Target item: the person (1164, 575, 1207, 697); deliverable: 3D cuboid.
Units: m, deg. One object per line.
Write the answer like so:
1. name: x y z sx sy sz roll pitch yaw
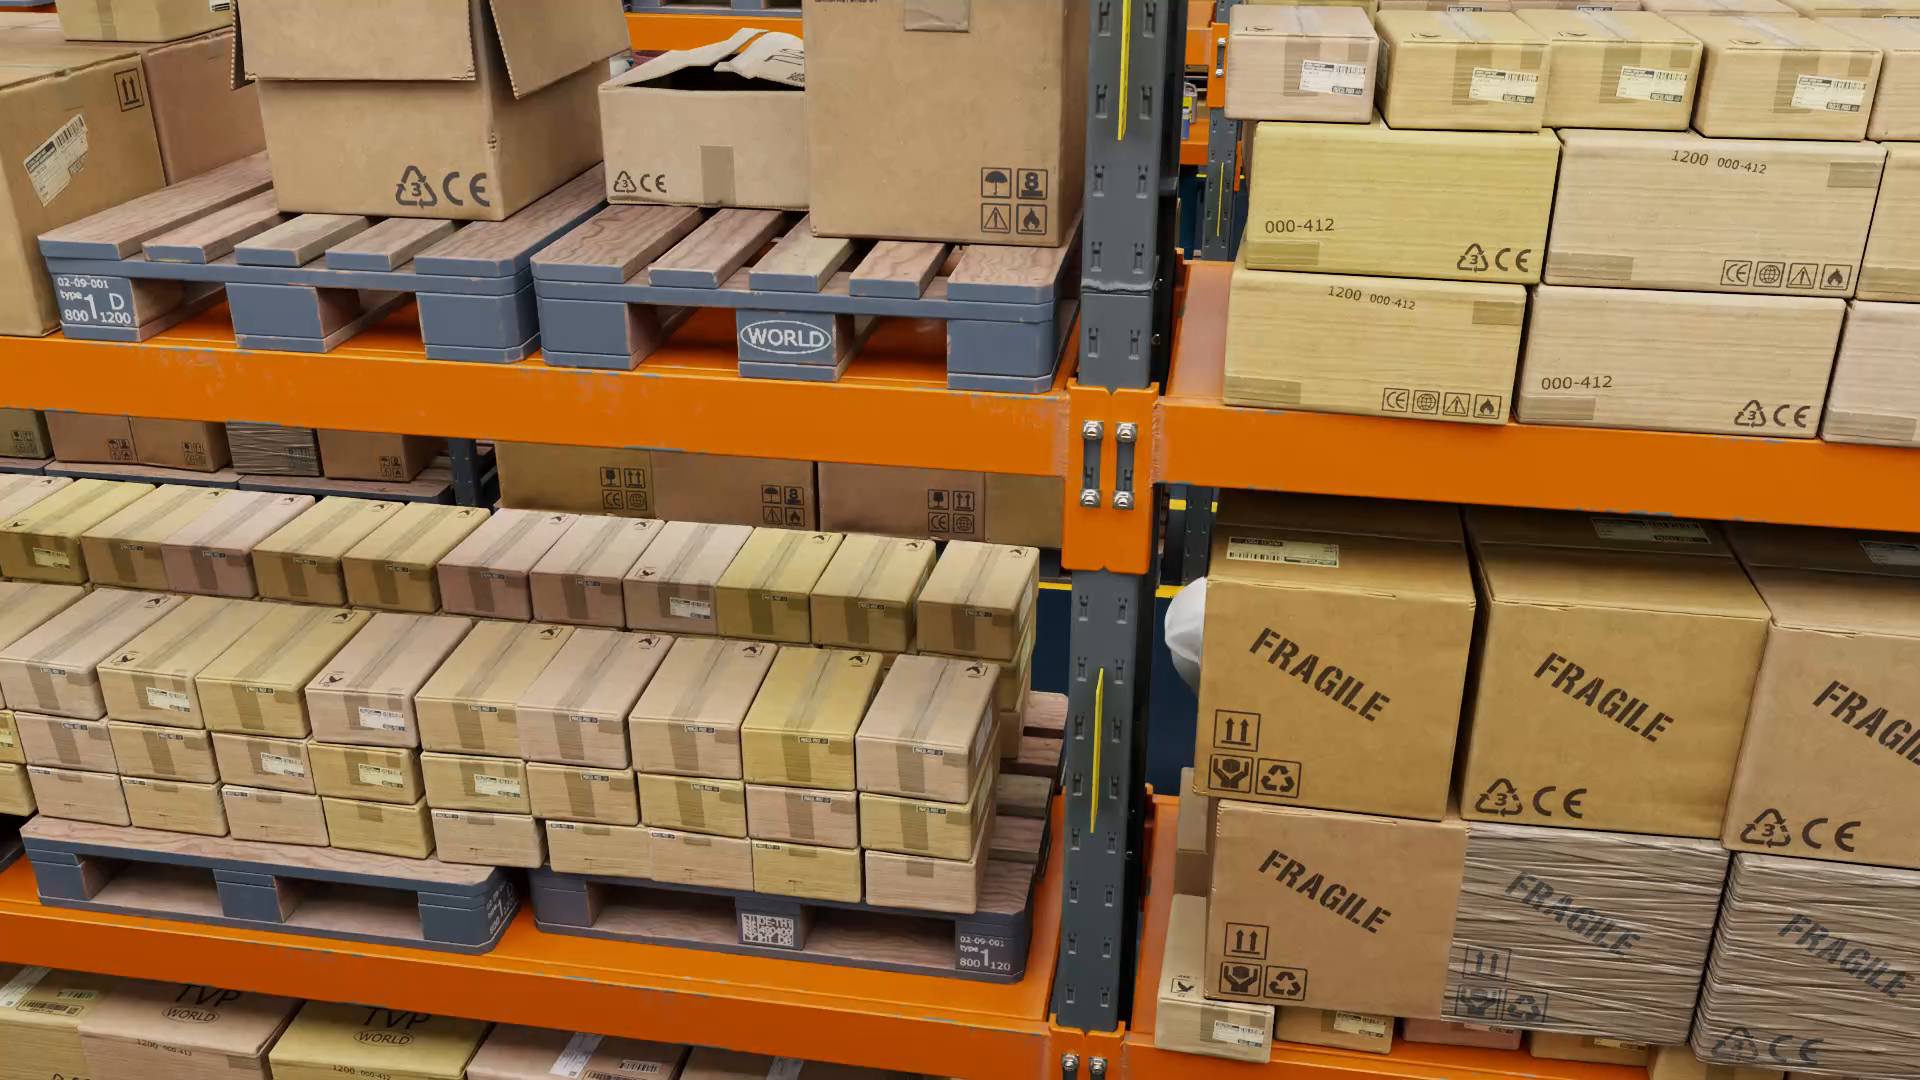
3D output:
1. person: 1.309 0.643 6.509 1.044 1.080 0.505 3 25 6
